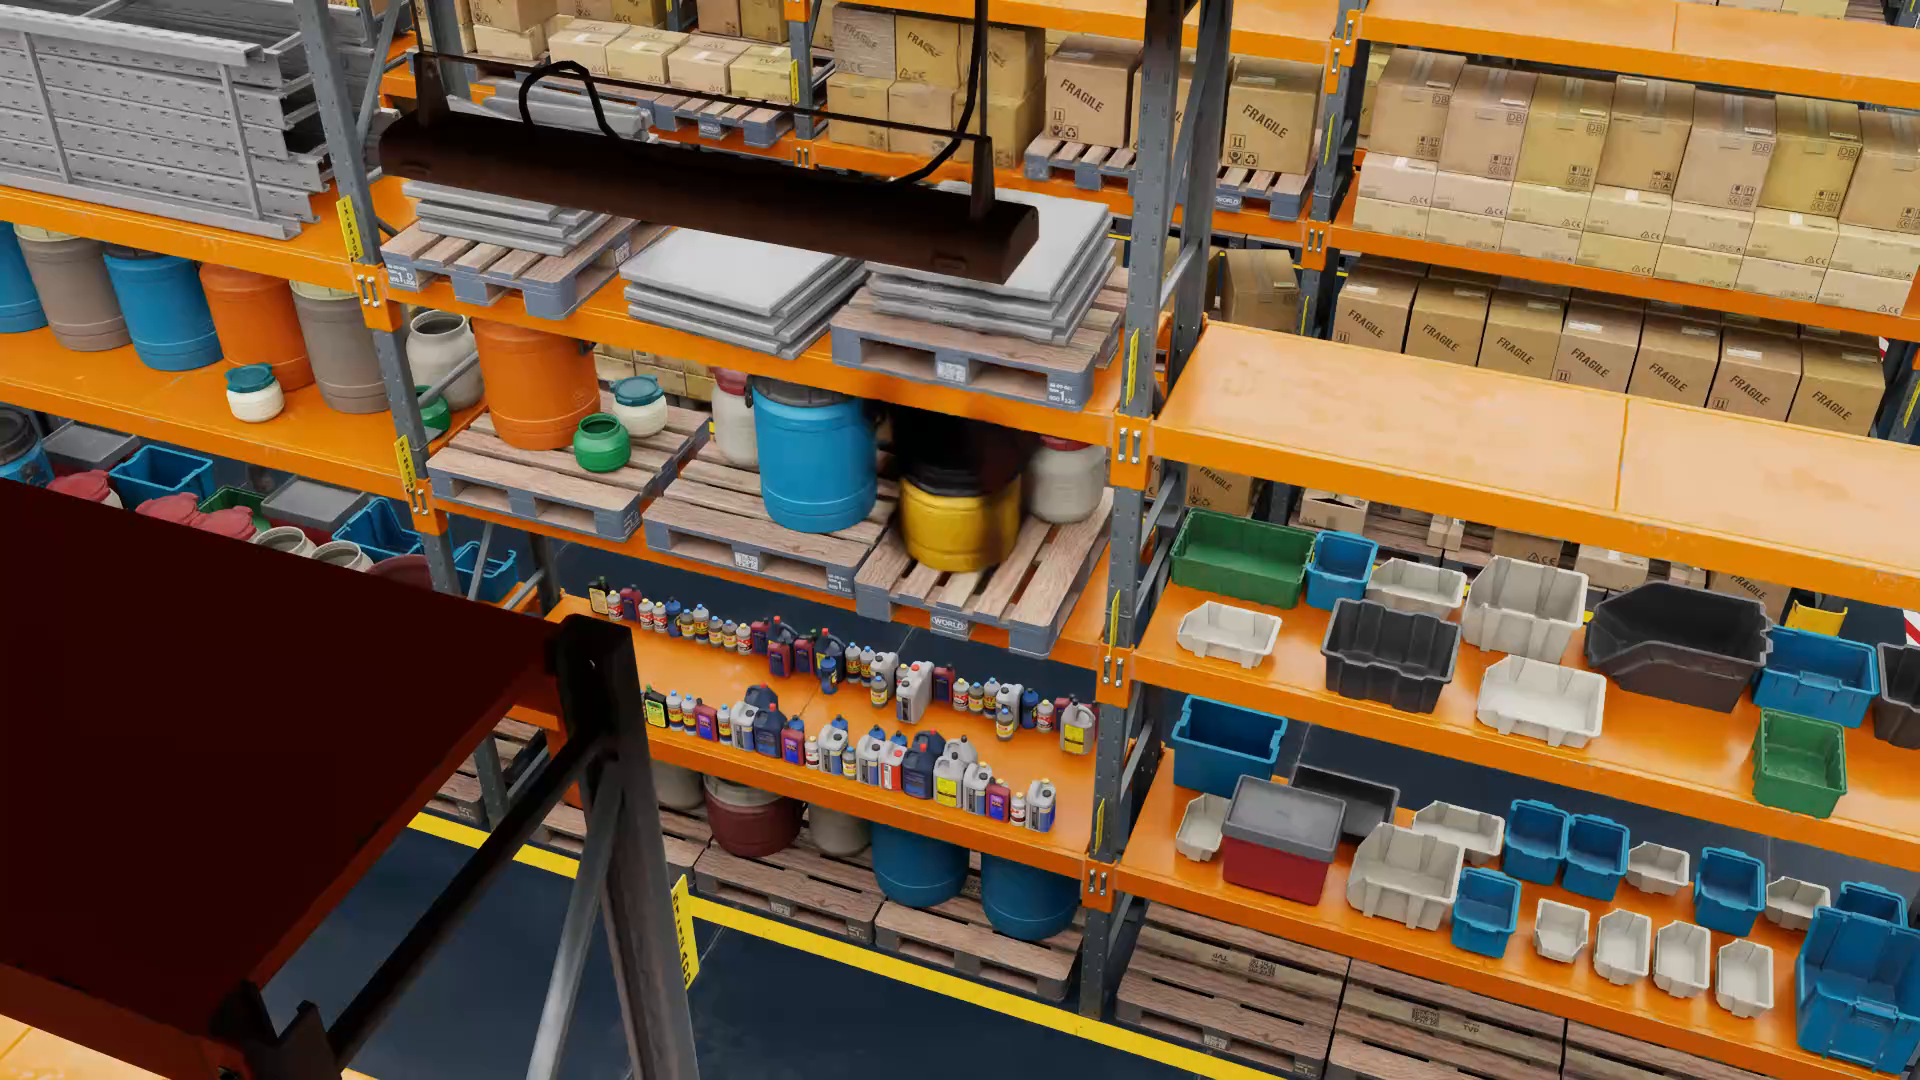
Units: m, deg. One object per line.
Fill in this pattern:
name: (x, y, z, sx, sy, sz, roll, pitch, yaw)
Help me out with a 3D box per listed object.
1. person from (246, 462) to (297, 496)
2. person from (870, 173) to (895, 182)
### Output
person: (-5.338, -0.827, 13.022, 0.954, 1.806, 0.665, 12, 38, 15)
person: (-0.792, -2.789, 15.674, 0.655, 1.795, 0.634, 12, 38, 15)
